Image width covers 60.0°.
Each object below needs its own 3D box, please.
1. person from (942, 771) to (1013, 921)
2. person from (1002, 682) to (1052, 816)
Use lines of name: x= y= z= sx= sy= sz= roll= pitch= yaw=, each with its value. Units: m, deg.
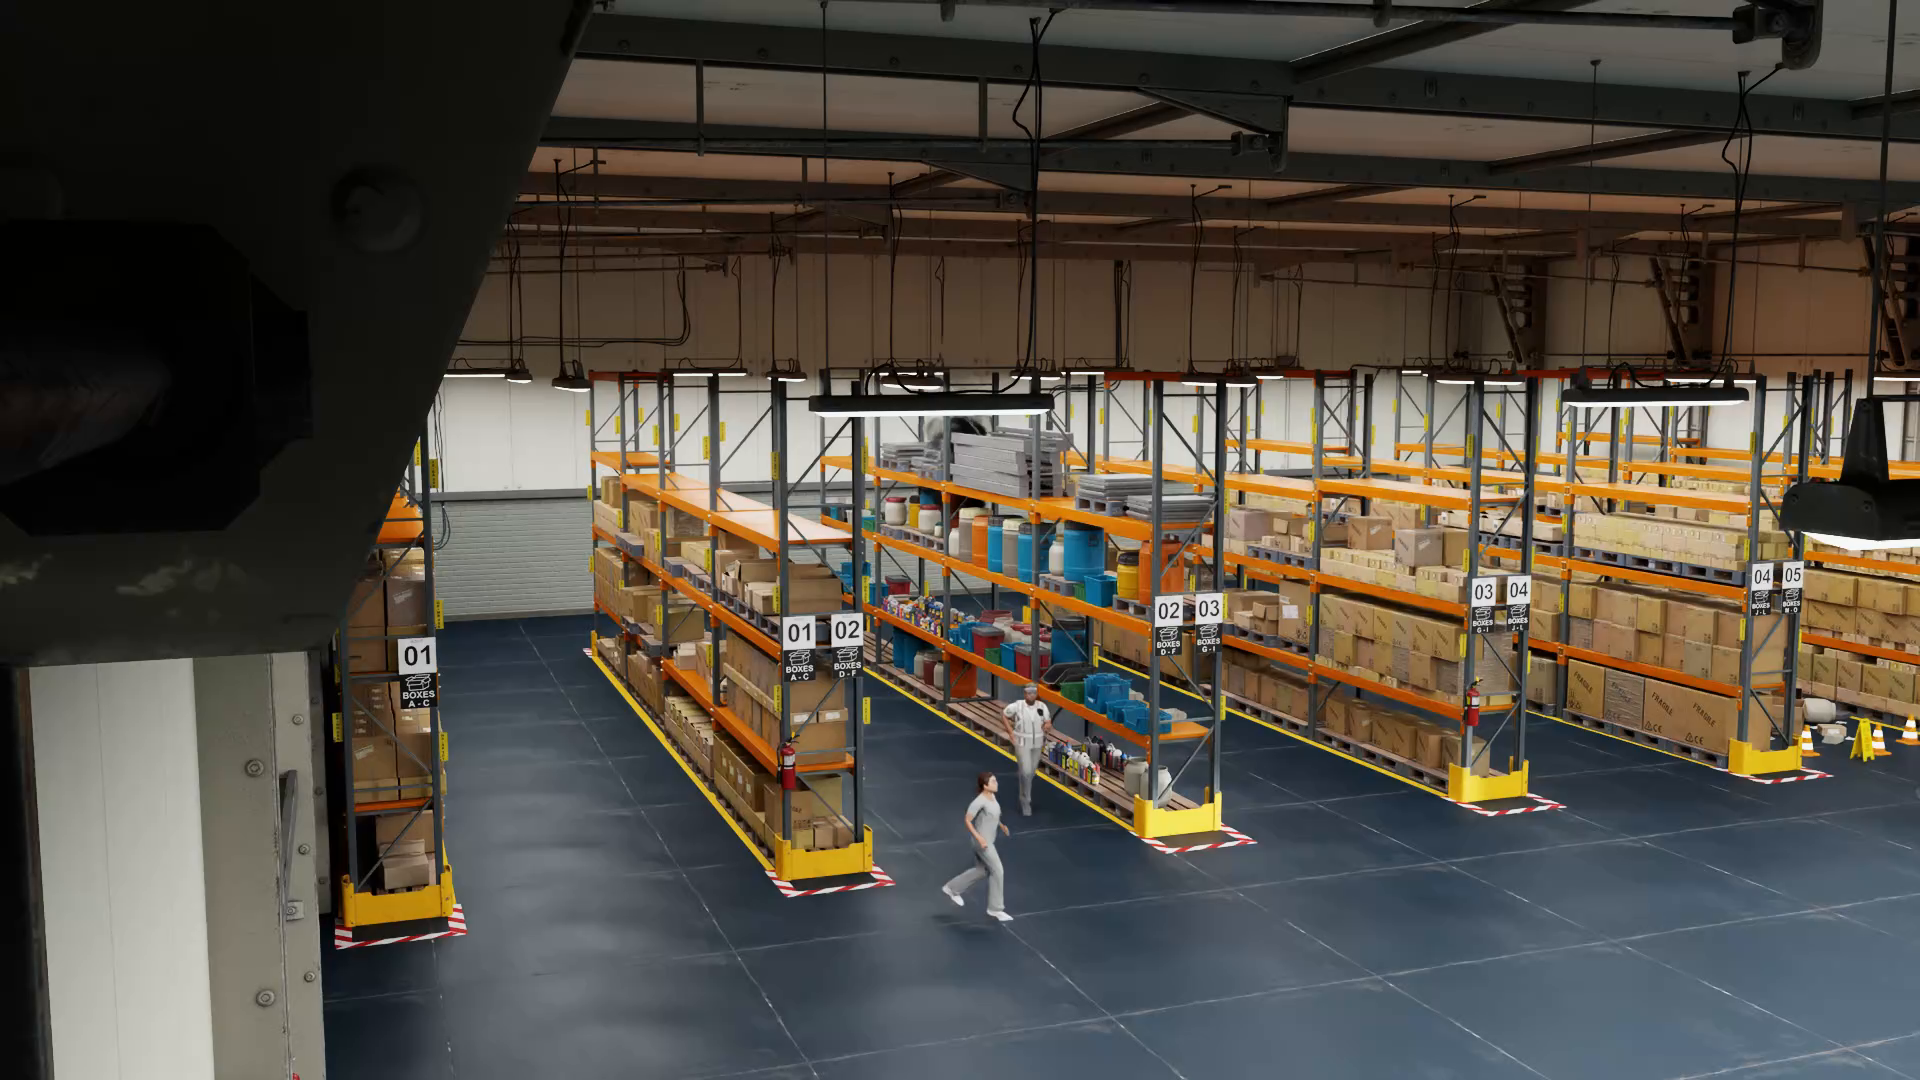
person: x=0.201 y=3.441 z=18.735 sx=0.833 sy=1.659 sz=0.565 roll=2 pitch=7 yaw=16
person: x=0.959 y=2.883 z=23.170 sx=0.642 sy=1.848 sz=0.817 roll=-2 pitch=7 yaw=-20
